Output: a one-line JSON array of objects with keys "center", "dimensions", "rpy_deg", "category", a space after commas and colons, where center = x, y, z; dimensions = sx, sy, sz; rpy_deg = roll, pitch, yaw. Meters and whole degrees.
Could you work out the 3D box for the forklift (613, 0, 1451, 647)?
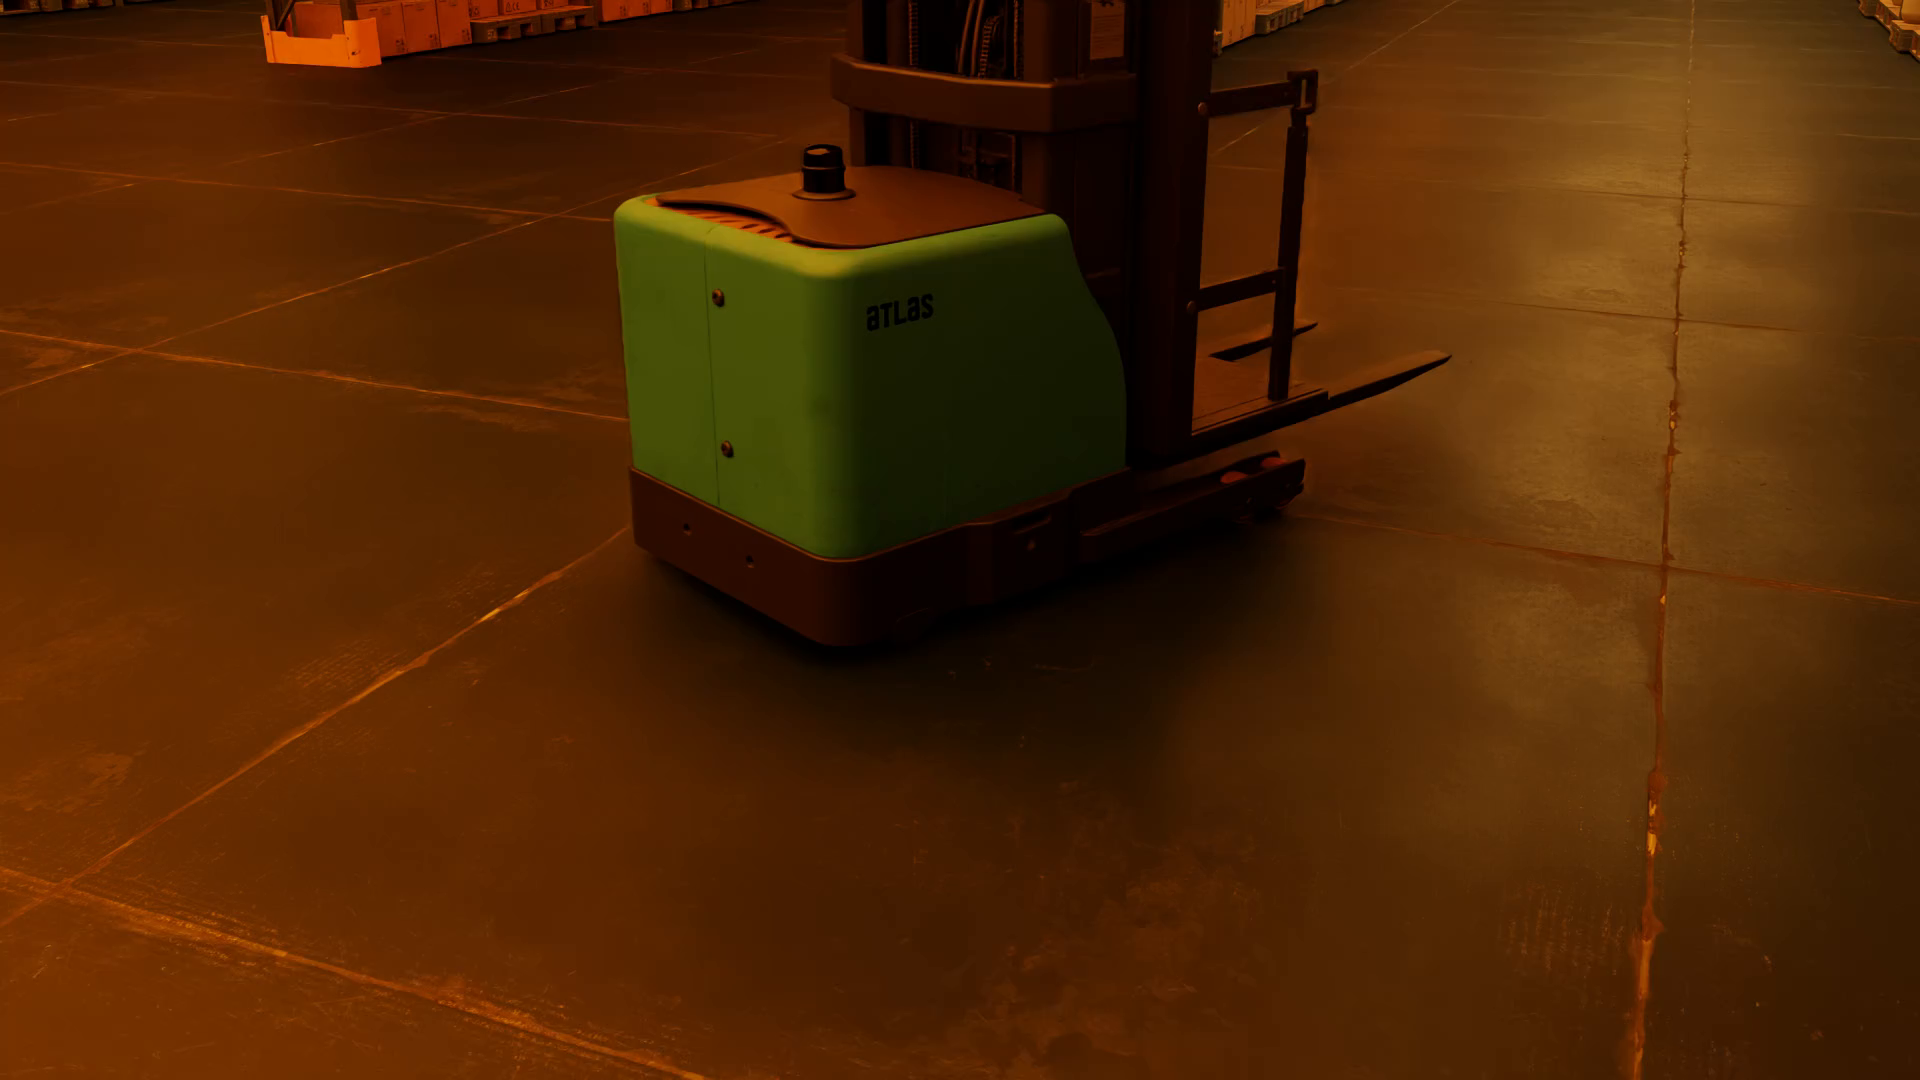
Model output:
[{"center": [0.469, -1.535, 4.965], "dimensions": [3.031, 2.935, 1.130], "rpy_deg": [-19, 29, -38], "category": "forklift"}]
